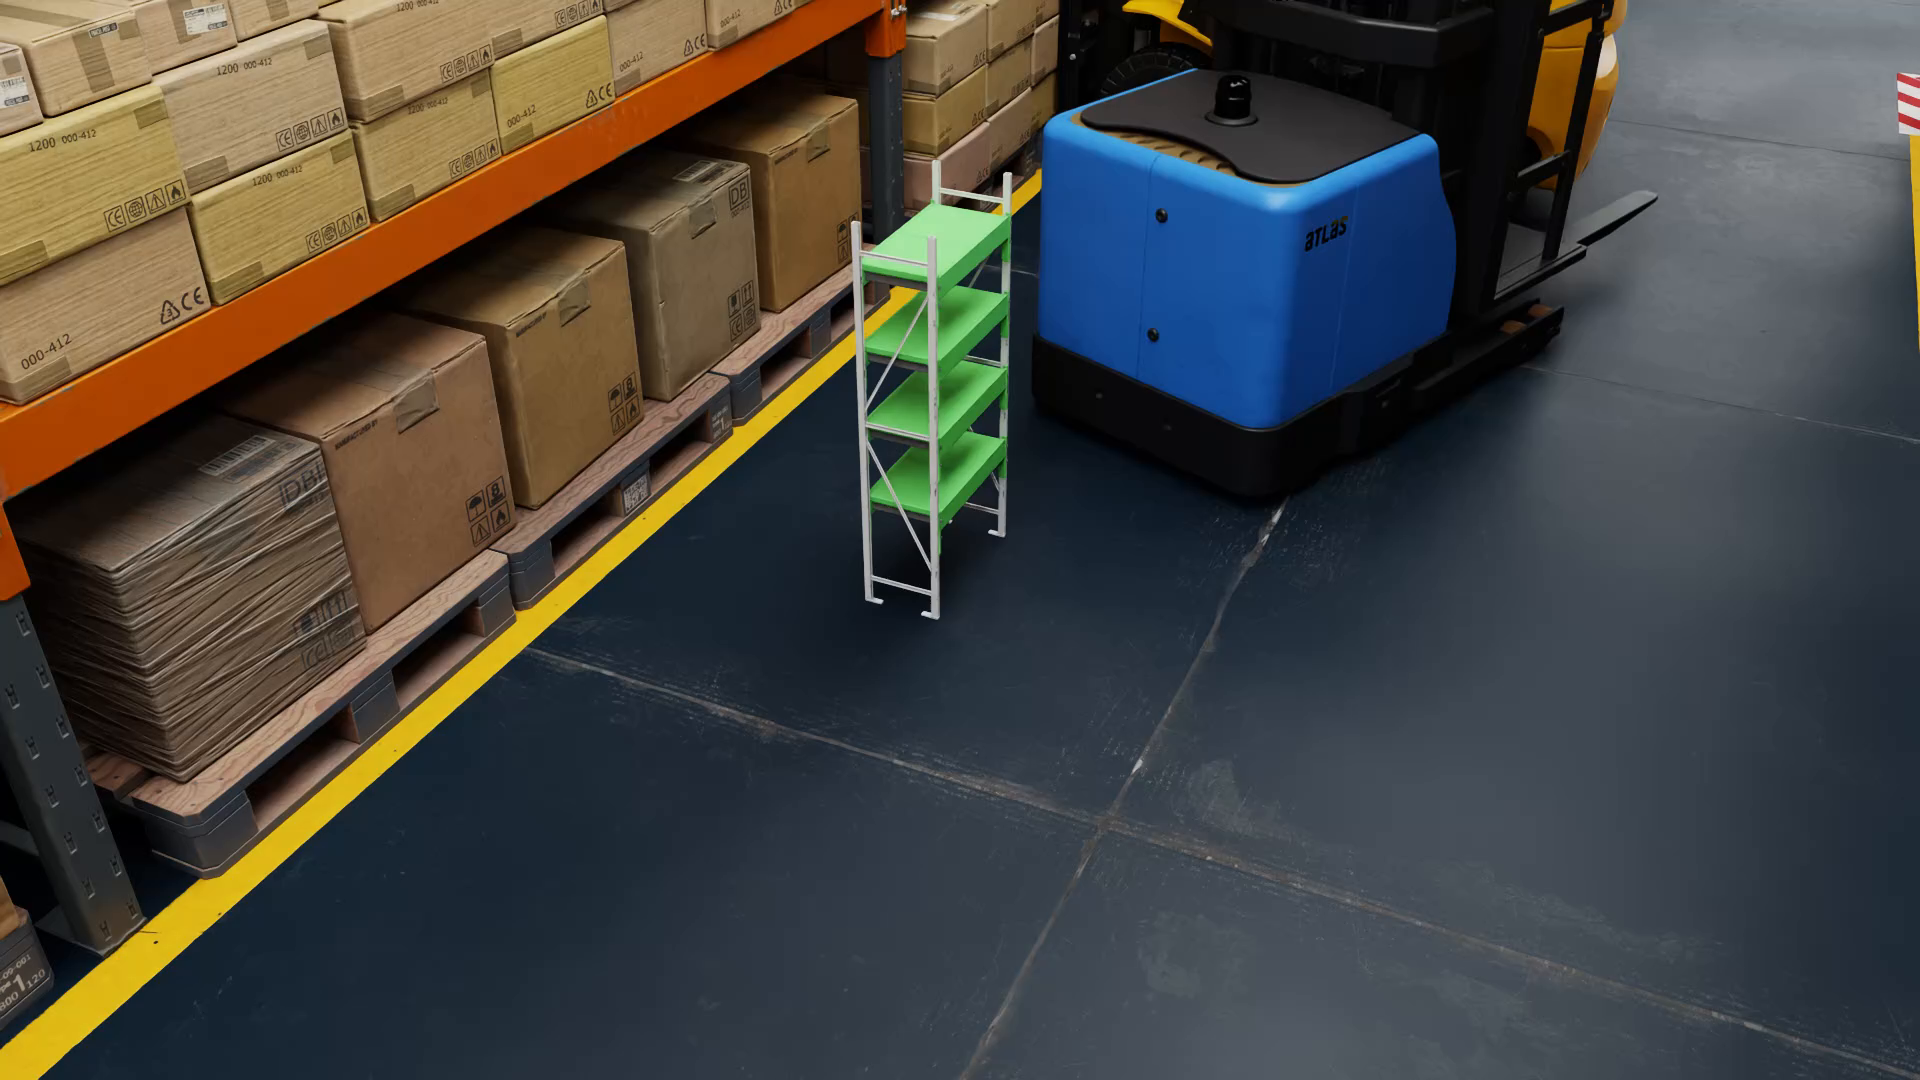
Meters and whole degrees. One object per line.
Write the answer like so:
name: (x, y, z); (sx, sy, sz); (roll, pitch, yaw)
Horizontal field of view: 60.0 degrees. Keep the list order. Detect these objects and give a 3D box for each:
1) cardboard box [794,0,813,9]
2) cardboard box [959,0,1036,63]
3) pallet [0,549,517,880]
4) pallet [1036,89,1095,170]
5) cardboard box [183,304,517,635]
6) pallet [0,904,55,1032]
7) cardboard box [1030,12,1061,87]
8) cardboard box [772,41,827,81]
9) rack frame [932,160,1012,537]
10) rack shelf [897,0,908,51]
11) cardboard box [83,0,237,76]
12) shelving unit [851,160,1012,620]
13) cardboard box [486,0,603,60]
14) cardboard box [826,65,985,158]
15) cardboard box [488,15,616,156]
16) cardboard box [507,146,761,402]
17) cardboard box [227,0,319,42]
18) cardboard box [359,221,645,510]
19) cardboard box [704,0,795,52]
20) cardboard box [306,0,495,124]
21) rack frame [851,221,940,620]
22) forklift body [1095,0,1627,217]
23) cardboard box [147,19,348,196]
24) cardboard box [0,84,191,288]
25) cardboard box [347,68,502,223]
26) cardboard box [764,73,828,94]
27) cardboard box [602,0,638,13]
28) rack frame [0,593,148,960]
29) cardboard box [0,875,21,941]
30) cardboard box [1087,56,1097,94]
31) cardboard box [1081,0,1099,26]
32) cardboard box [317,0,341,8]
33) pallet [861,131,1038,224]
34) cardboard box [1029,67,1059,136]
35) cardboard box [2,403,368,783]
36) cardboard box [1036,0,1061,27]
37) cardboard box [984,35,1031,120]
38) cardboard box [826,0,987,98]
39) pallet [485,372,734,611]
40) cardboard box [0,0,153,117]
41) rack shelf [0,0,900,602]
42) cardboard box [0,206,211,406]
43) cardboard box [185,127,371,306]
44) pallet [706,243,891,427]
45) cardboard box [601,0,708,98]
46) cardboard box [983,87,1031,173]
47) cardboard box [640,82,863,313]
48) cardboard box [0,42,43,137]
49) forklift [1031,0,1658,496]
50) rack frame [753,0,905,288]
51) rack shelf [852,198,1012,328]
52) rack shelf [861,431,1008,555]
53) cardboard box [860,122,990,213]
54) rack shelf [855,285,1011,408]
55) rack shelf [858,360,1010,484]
cardboard box: (-0.677, -2.062, 5.796); (0.500, 0.250, 0.500); (15, 36, 22)
cardboard box: (0.007, -2.301, 7.236); (0.500, 0.250, 0.500); (14, 36, 21)
pallet: (-1.997, 0.322, 4.567); (1.003, 0.211, 1.213); (14, 36, 20)
pallet: (0.176, -2.266, 8.513); (1.003, 0.211, 1.213); (14, 36, 20)
cardboard box: (-1.838, -0.261, 4.695); (0.875, 0.625, 0.625); (15, 36, 22)
pallet: (-2.724, 1.086, 3.401); (1.003, 0.211, 1.213); (14, 36, 20)
cardboard box: (0.209, -2.339, 7.751); (0.500, 0.250, 0.500); (14, 36, 20)
cardboard box: (-0.674, -2.169, 7.035); (0.500, 0.250, 0.500); (15, 36, 21)
rack frame: (0.033, -0.541, 4.981); (0.240, 1.200, 0.015); (14, 36, 20)
rack shelf: (0.133, -3.131, 7.945); (1.077, 0.370, 4.000); (14, 36, 20)
cardboard box: (-1.782, -1.115, 3.532); (0.380, 0.149, 0.250); (15, 36, 22)
shelving unit: (-0.069, -0.419, 4.795); (0.258, 1.200, 0.503); (14, 36, 20)
cardboard box: (-1.333, -1.520, 4.514); (0.500, 0.250, 0.500); (15, 36, 21)
cardboard box: (-0.221, -1.840, 6.990); (0.500, 0.250, 0.500); (14, 36, 20)
cardboard box: (-1.327, -1.311, 4.651); (0.500, 0.250, 0.500); (15, 36, 22)
cardboard box: (-1.244, -0.971, 5.778); (0.875, 0.625, 0.625); (14, 36, 20)
cardboard box: (-1.684, -1.248, 3.735); (0.380, 0.149, 0.250); (15, 36, 21)
cardboard box: (-1.556, -0.596, 5.206); (0.875, 0.625, 0.625); (13, 35, 19)
cardboard box: (-0.882, -1.810, 5.412); (0.500, 0.250, 0.500); (14, 36, 20)
cardboard box: (-1.524, -1.260, 4.117); (0.500, 0.250, 0.500); (13, 36, 19)
rack frame: (-0.171, -0.298, 4.610); (0.240, 1.200, 0.015); (14, 36, 20)
forklift body: (1.833, -2.710, 7.421); (2.313, 2.155, 1.214); (14, 36, 20)
cardboard box: (-1.759, -1.004, 3.726); (0.500, 0.250, 0.500); (15, 36, 22)
cardboard box: (-1.947, -0.749, 3.337); (0.500, 0.250, 0.500); (14, 36, 20)
cardboard box: (-1.546, -1.053, 4.257); (0.500, 0.250, 0.500); (13, 35, 19)
cardboard box: (-0.686, -1.960, 7.172); (0.500, 0.250, 0.500); (13, 36, 19)
cardboard box: (-1.105, -1.768, 4.891); (0.500, 0.250, 0.500); (15, 36, 21)
rack frame: (-2.377, -0.443, 3.191); (1.000, 3.000, 0.127); (14, 36, 20)
cardboard box: (-2.359, 0.686, 3.364); (0.500, 0.500, 0.500); (15, 36, 22)
cardboard box: (0.429, -2.391, 8.285); (0.500, 0.250, 0.500); (15, 36, 22)
cardboard box: (0.421, -2.591, 8.134); (0.500, 0.250, 0.500); (14, 36, 20)
cardboard box: (-1.606, -1.380, 3.936); (0.380, 0.149, 0.250); (15, 36, 21)
pallet: (-0.333, -1.656, 7.583); (1.003, 0.211, 1.213); (14, 36, 20)
cardboard box: (0.198, -2.142, 7.906); (0.500, 0.250, 0.500); (15, 36, 21)
cardboard box: (-2.104, 0.067, 4.196); (0.875, 0.625, 0.625); (15, 36, 22)
cardboard box: (0.204, -2.551, 7.618); (0.500, 0.250, 0.500); (15, 36, 22)
cardboard box: (-0.012, -2.092, 7.373); (0.500, 0.250, 0.500); (14, 36, 20)
cardboard box: (-0.216, -2.048, 6.851); (0.500, 0.250, 0.500); (14, 36, 20)
pallet: (-1.486, -0.284, 5.490); (1.003, 0.211, 1.213); (14, 36, 20)
cardboard box: (-1.866, -0.981, 3.328); (0.380, 0.149, 0.250); (15, 36, 22)
rack shelf: (-1.541, -1.139, 4.907); (1.077, 0.370, 4.000); (14, 36, 20)
cardboard box: (-1.970, -0.546, 3.483); (0.500, 0.250, 0.500); (14, 36, 21)
cardboard box: (-1.755, -0.795, 3.864); (0.500, 0.250, 0.500); (13, 36, 19)
pallet: (-0.977, -0.894, 6.420); (1.003, 0.211, 1.213); (14, 36, 20)
cardboard box: (-1.118, -1.570, 5.045); (0.500, 0.250, 0.500); (14, 36, 21)
cardboard box: (-0.002, -1.883, 7.510); (0.500, 0.250, 0.500); (13, 36, 19)
cardboard box: (-0.912, -1.356, 6.365); (0.875, 0.625, 0.625); (16, 36, 23)
cardboard box: (-1.976, -0.848, 3.124); (0.380, 0.149, 0.250); (15, 36, 22)
forklift: (1.661, -2.066, 5.728); (3.031, 2.935, 1.130); (-28, 42, -36)
rack frame: (-0.704, -2.436, 6.229); (1.000, 3.000, 0.127); (14, 36, 20)
rack shelf: (-0.069, -0.767, 4.567); (0.258, 0.148, 0.480); (14, 36, 20)
rack shelf: (-0.069, -0.165, 4.962); (0.258, 0.148, 0.480); (14, 36, 20)
cardboard box: (-0.201, -1.626, 7.119); (0.500, 0.250, 0.500); (15, 36, 21)
rack shelf: (-0.069, -0.567, 4.699); (0.258, 0.148, 0.480); (14, 36, 20)
rack shelf: (-0.069, -0.366, 4.830); (0.258, 0.148, 0.480); (14, 36, 20)
